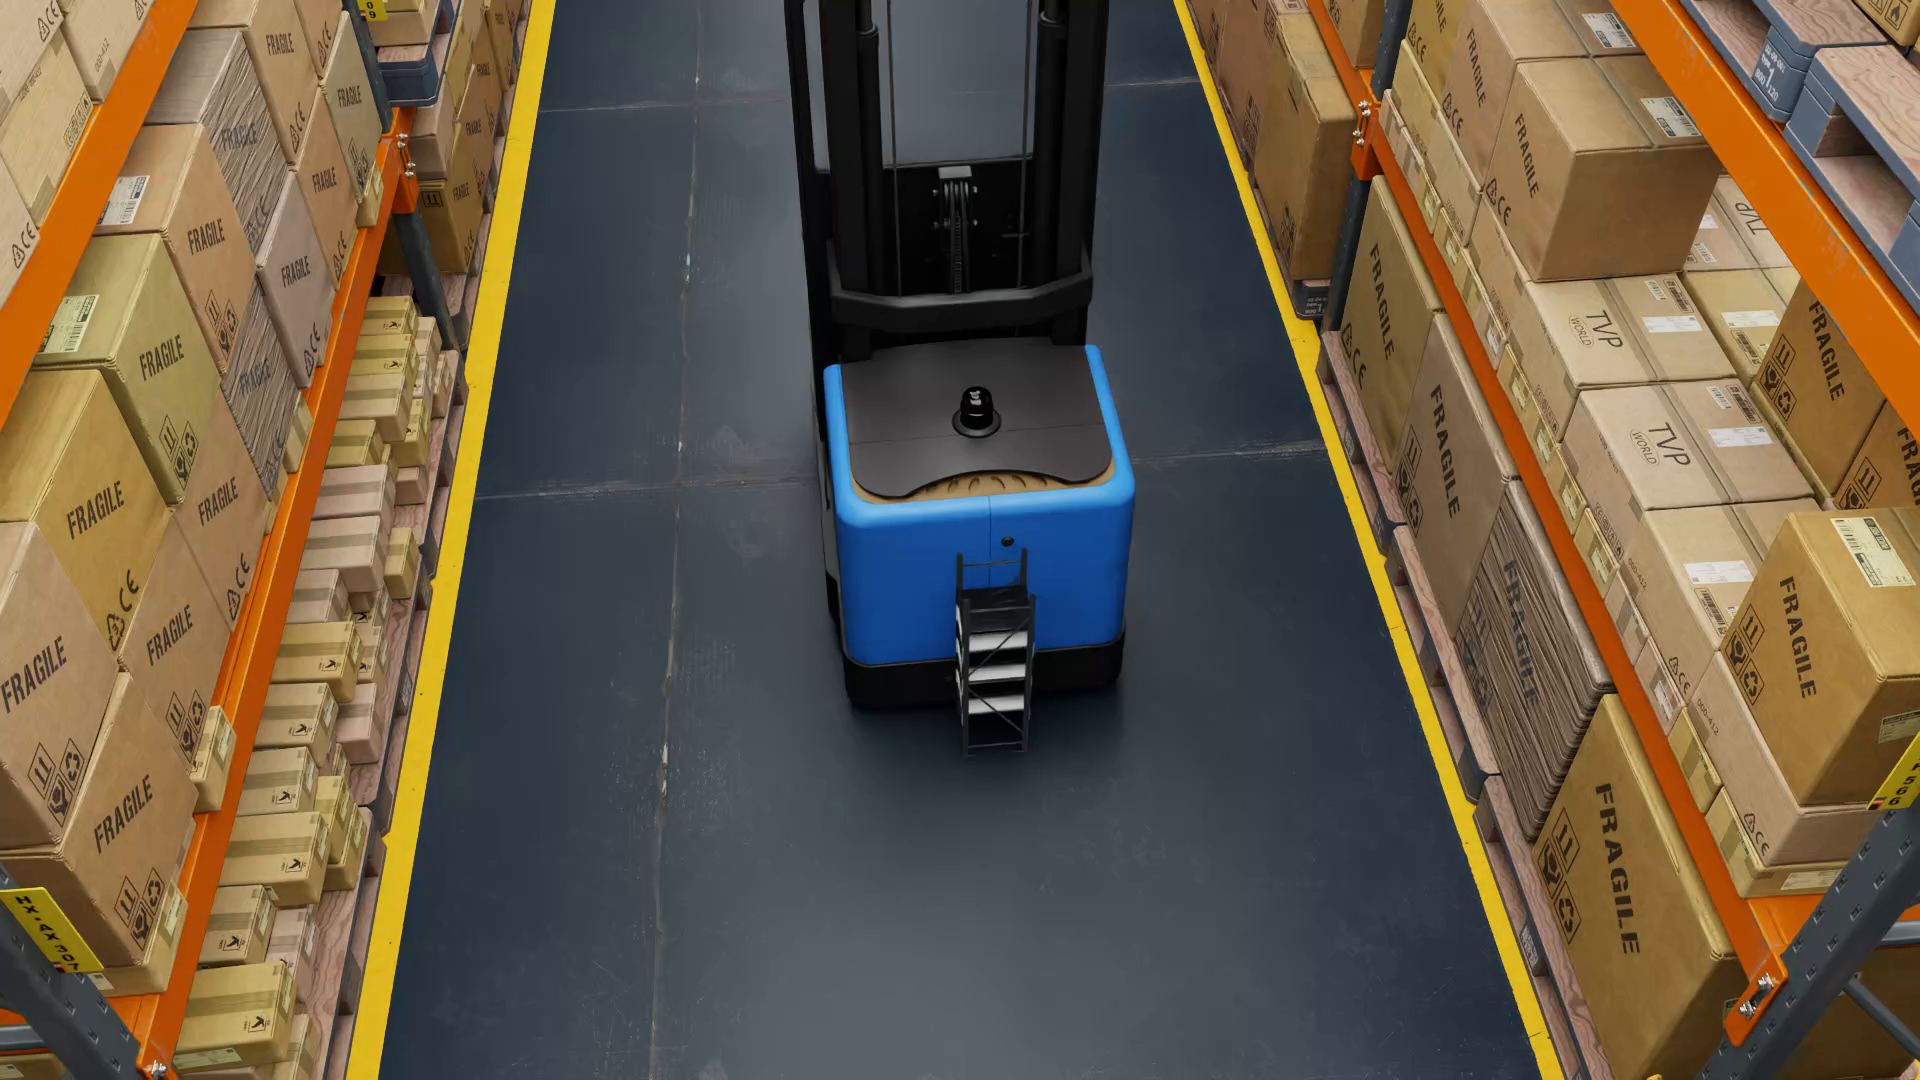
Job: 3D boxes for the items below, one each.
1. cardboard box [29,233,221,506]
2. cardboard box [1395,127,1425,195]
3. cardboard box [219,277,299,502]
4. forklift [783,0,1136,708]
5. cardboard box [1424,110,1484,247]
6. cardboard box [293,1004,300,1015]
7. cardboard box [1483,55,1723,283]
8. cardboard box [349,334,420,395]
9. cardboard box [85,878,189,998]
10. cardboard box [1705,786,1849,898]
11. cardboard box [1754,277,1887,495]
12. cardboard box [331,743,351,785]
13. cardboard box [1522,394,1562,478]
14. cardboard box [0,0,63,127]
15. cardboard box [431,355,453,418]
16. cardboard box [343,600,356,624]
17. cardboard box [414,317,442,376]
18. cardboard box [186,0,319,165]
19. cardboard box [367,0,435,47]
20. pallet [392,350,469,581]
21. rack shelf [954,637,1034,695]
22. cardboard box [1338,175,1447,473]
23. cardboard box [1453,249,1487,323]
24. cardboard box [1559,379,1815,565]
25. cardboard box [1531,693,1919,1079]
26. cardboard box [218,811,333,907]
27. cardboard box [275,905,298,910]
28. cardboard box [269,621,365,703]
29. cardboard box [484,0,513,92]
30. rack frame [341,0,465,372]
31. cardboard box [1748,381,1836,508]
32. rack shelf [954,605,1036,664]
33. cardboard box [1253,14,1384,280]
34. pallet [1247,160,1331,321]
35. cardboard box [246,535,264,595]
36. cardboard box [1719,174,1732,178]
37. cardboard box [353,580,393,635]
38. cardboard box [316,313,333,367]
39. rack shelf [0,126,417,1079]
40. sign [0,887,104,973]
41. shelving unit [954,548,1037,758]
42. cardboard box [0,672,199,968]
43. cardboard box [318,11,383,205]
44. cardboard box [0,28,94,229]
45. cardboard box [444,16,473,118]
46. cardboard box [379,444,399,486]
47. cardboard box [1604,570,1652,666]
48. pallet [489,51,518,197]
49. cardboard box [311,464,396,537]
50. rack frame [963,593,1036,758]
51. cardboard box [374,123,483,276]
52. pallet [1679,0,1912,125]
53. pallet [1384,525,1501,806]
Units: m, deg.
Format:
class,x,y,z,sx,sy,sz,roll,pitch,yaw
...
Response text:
class,x,y,z,sx,sy,sz,roll,pitch,yaw
cardboard box,-2.273,-0.419,4.255,0.500,0.500,0.500,-4,47,-4
cardboard box,1.901,-1.467,6.383,0.380,0.149,0.250,-5,47,-5
cardboard box,-2.340,-0.443,4.966,0.500,0.500,0.500,-5,47,-4
forklift,-0.074,-1.461,6.252,1.130,2.935,3.031,-5,47,-5
cardboard box,2.001,-1.312,5.962,0.500,0.250,0.500,-4,47,-3
cardboard box,-2.259,1.398,5.171,0.380,0.149,0.250,-4,47,-3
cardboard box,2.053,-1.191,5.331,0.500,0.500,0.500,-5,47,-5
cardboard box,-2.415,-0.694,6.742,0.380,0.149,0.250,-3,47,-3
cardboard box,-2.131,0.977,4.068,0.380,0.149,0.250,-4,47,-4
cardboard box,2.163,0.765,4.269,0.380,0.149,0.250,-3,47,-3
cardboard box,2.658,-0.492,4.669,0.500,0.500,0.500,-5,47,-4
cardboard box,-2.315,0.848,5.692,0.380,0.149,0.250,-3,47,-3
cardboard box,2.035,-0.341,5.316,0.380,0.149,0.250,-3,47,-3
cardboard box,-2.283,-1.084,3.541,0.500,0.250,0.500,-3,47,-3
cardboard box,-2.393,-0.650,7.111,0.380,0.149,0.250,-3,47,-3
cardboard box,-2.400,0.342,5.966,0.380,0.149,0.250,-1,47,-1
cardboard box,-2.422,-0.807,7.054,0.380,0.149,0.250,-3,47,-2
cardboard box,-2.408,-1.532,5.310,0.500,0.500,0.500,-5,47,-5
cardboard box,-2.340,-2.120,6.712,0.380,0.149,0.250,-6,47,-5
pallet,-2.674,-0.307,7.032,1.003,0.211,1.213,-3,47,-3
rack shelf,0.119,0.437,5.896,0.258,0.077,0.200,-5,48,-4
cardboard box,2.161,-0.909,6.856,0.875,0.875,0.875,-3,47,-3
cardboard box,1.969,-0.901,5.847,0.380,0.149,0.250,-4,47,-4
cardboard box,2.131,-0.204,4.912,0.500,0.250,0.500,-5,47,-5
cardboard box,2.388,1.044,5.006,0.875,0.875,0.875,-3,47,-3
cardboard box,-2.172,0.994,5.144,0.380,0.149,0.250,-4,47,-3
cardboard box,-2.294,1.110,5.238,0.380,0.149,0.250,-3,47,-3
cardboard box,-2.265,0.425,5.682,0.380,0.149,0.250,-3,47,-3
cardboard box,-2.684,-2.711,8.820,0.500,0.500,0.500,-5,47,-5
rack frame,-2.765,-1.749,6.477,1.000,3.000,0.127,-3,47,-3
cardboard box,2.661,-0.238,4.944,0.500,0.250,0.500,-5,47,-5
rack shelf,0.119,0.316,5.762,0.258,0.077,0.200,-5,48,-4
cardboard box,2.112,-1.853,7.750,1.225,0.875,0.875,-3,47,-3
pallet,2.046,-1.573,8.230,1.003,0.211,1.213,-3,47,-3
cardboard box,-2.311,0.040,4.956,0.380,0.149,0.250,-4,47,-4
cardboard box,2.530,-1.351,5.998,0.500,0.250,0.500,-2,47,-2
cardboard box,-2.351,0.291,6.219,0.380,0.149,0.250,-3,47,-3
cardboard box,-2.365,-0.711,5.667,0.380,0.149,0.250,-5,47,-5
rack shelf,-2.598,-0.055,5.368,1.077,0.370,4.000,-3,47,-3
sign,-1.889,0.814,3.453,0.100,0.325,0.005,-3,47,-3
shelving unit,0.119,0.414,5.871,0.258,0.900,0.210,-5,48,-4
cardboard box,-2.192,0.666,3.916,0.500,0.500,0.500,-1,47,-1
cardboard box,-2.443,-1.553,6.018,0.500,0.500,0.500,-3,47,-3
cardboard box,-2.309,-0.929,3.737,0.500,0.250,0.500,-5,47,-5
cardboard box,-2.611,-2.228,7.846,0.500,0.250,0.500,-2,47,-2
cardboard box,-2.424,-0.232,6.510,0.380,0.149,0.250,-3,47,-3
cardboard box,2.100,0.214,4.791,0.380,0.149,0.250,-3,47,-3
pallet,-2.937,-2.238,8.861,1.003,0.211,1.213,-3,47,-3
cardboard box,-2.328,-0.131,6.210,0.380,0.149,0.250,-6,47,-5
rack frame,0.130,0.489,5.803,0.240,0.900,0.006,-5,48,-4
cardboard box,-2.563,-1.585,7.754,0.500,0.500,0.500,-2,47,-2
pallet,2.343,-1.505,4.241,1.003,0.211,1.213,-3,47,-3
pallet,2.277,0.421,6.343,1.003,0.211,1.213,-3,47,-3
